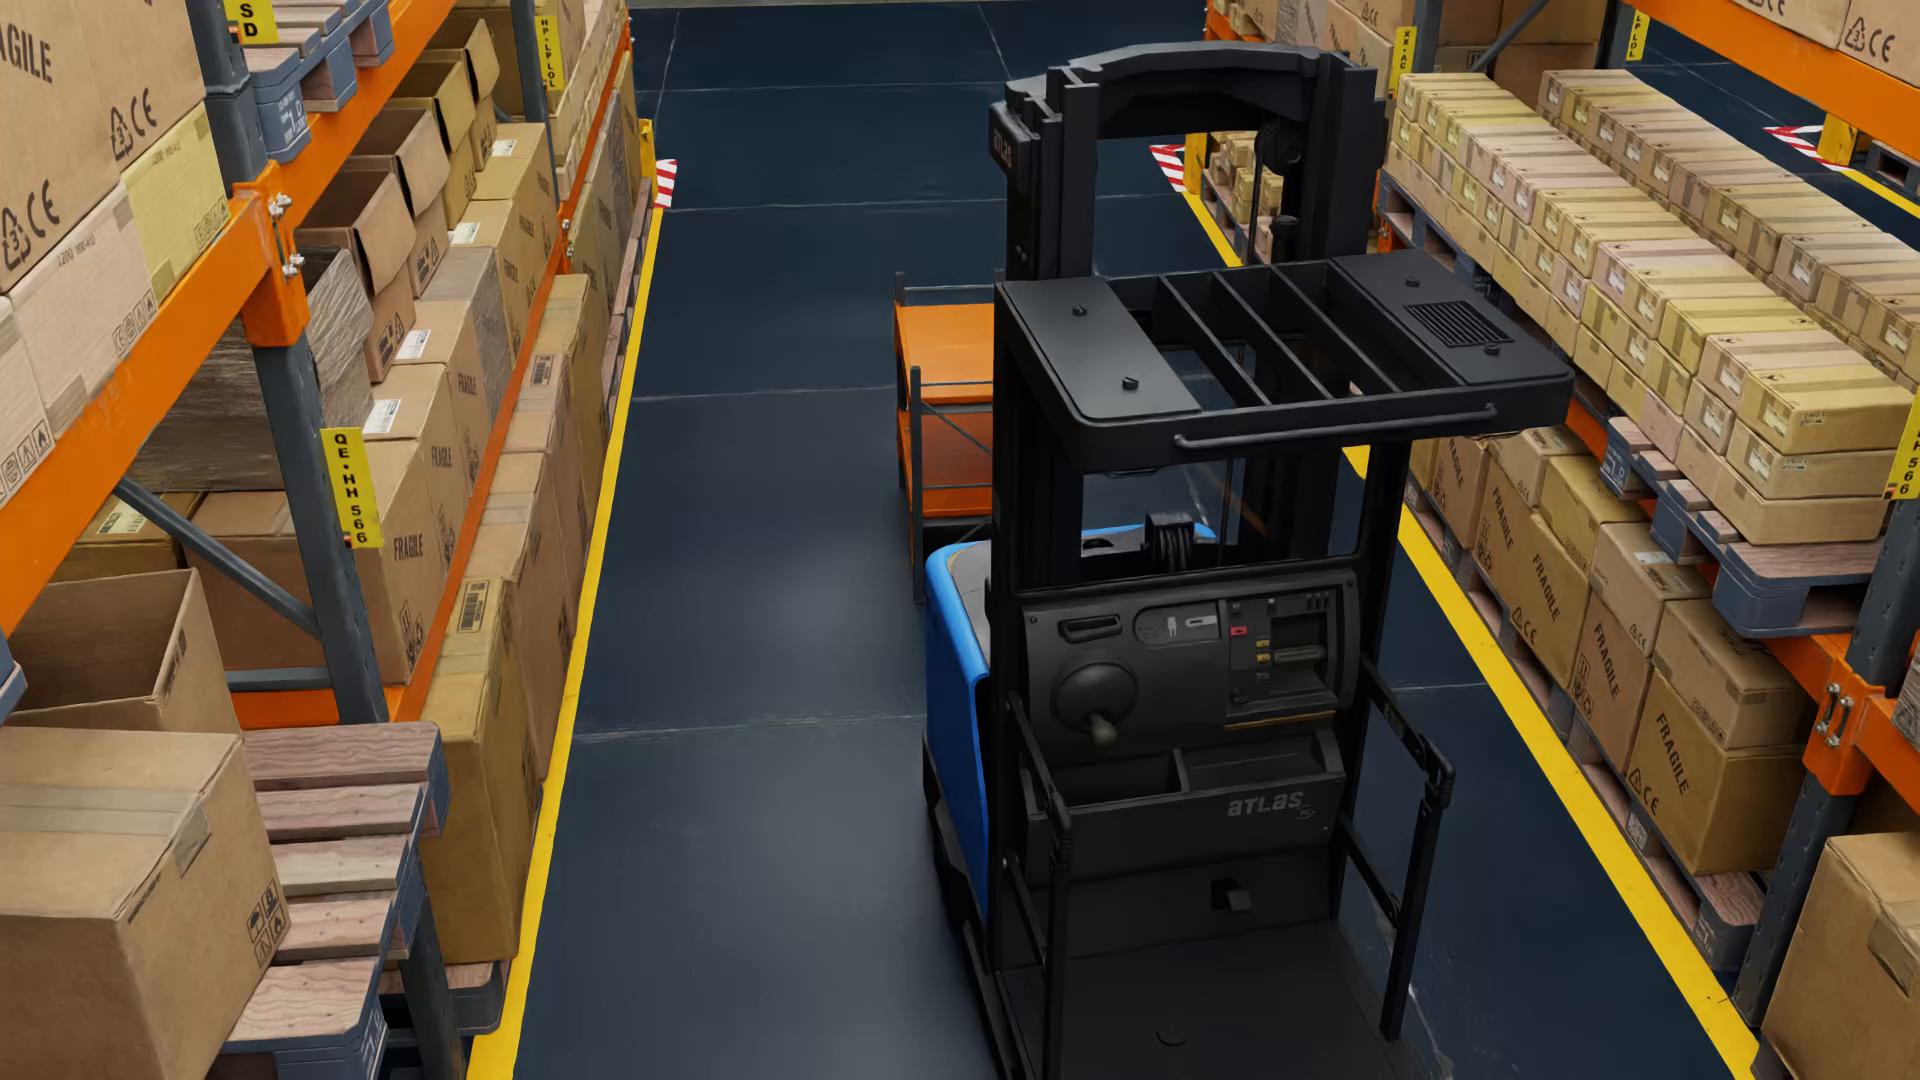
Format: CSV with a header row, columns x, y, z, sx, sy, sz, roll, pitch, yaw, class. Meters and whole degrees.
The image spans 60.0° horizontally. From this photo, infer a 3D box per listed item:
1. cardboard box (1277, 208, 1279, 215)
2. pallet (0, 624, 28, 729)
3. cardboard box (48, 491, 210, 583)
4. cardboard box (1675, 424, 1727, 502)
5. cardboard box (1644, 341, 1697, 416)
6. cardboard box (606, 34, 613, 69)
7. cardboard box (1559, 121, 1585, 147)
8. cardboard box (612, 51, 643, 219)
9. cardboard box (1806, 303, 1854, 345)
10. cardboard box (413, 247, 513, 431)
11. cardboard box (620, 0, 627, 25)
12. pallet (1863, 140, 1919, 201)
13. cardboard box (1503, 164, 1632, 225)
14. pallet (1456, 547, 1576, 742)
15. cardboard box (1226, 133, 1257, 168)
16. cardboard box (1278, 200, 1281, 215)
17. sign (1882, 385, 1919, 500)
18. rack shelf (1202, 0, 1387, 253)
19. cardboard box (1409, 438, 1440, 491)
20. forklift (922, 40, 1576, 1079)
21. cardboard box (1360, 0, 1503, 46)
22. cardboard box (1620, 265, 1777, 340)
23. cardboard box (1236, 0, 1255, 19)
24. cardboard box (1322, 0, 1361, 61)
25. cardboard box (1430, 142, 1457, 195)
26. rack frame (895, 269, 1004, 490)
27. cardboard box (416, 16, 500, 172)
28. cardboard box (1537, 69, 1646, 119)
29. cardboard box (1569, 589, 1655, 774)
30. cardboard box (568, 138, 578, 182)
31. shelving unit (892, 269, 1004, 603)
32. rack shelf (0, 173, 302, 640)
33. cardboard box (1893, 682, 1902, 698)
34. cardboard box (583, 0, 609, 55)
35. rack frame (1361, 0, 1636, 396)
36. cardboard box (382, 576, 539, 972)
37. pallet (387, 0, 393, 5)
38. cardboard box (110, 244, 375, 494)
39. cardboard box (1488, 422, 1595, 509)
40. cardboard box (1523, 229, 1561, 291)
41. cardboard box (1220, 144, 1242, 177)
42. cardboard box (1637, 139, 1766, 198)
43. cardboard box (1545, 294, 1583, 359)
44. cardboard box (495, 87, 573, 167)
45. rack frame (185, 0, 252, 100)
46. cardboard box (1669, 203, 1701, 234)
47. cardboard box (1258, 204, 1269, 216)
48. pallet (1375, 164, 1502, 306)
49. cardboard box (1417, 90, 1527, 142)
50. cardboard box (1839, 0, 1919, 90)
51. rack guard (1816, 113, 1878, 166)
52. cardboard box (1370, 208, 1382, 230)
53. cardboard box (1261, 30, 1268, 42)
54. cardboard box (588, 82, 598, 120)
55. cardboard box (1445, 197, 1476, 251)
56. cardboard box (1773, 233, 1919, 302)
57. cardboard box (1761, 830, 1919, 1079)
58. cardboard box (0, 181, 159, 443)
x,y,z,sx,sy,sz,roll,pitch,yaw,class
2.182,-2.035,10.313,0.380,0.149,0.250,-1,31,-2,cardboard box
-1.671,0.358,1.484,1.213,0.211,1.003,-3,31,-5,pallet
-2.286,0.089,4.578,0.500,0.500,0.500,-2,31,-3,cardboard box
2.429,-0.243,5.067,0.380,0.149,0.250,-3,31,-5,cardboard box
2.401,-0.515,5.232,0.380,0.149,0.250,-2,31,-3,cardboard box
-2.283,-2.917,9.953,0.380,0.149,0.250,-3,31,-6,cardboard box
2.840,-1.728,7.263,0.380,0.149,0.250,-3,31,-4,cardboard box
-2.602,-2.657,10.936,0.875,0.875,0.875,-3,31,-5,cardboard box
3.029,-0.673,5.498,0.380,0.149,0.250,-3,31,-4,cardboard box
-1.915,-0.712,5.919,0.500,0.500,0.500,-3,31,-4,cardboard box
-2.380,-3.438,10.826,0.380,0.149,0.250,-2,31,-4,cardboard box
7.278,-2.585,11.872,1.003,0.211,1.213,-3,31,-5,pallet
2.281,-1.300,6.257,0.380,0.149,0.250,-2,31,-3,cardboard box
2.772,0.363,6.936,1.003,0.211,1.213,-3,31,-5,pallet
1.959,-2.556,10.895,0.380,0.149,0.250,-3,31,-5,cardboard box
2.093,-1.899,9.795,0.380,0.149,0.250,-4,31,-6,cardboard box
2.415,-0.246,4.185,0.100,0.325,0.005,-3,31,-5,sign
2.394,-2.568,9.826,1.077,0.370,4.000,-3,31,-5,rack shelf
2.385,-0.573,7.812,0.500,0.500,0.500,-2,31,-3,cardboard box
0.674,0.370,4.272,1.130,2.935,3.031,-6,31,-10,forklift
2.267,-2.683,7.954,0.500,0.500,0.500,-4,31,-6,cardboard box
2.378,-0.768,5.366,0.380,0.149,0.250,-2,31,-3,cardboard box
2.049,-3.554,10.388,0.500,0.500,0.500,-3,31,-4,cardboard box
2.207,-2.525,8.665,0.500,0.500,0.500,-4,31,-6,cardboard box
2.210,-1.569,6.997,0.380,0.149,0.250,-2,31,-3,cardboard box
-0.048,-0.746,7.902,0.500,1.125,0.032,-3,31,-5,rack frame
-2.299,-1.818,6.792,0.797,0.503,0.637,-4,31,-6,cardboard box
2.812,-1.988,7.408,0.380,0.149,0.250,-1,31,-2,cardboard box
2.588,0.491,6.032,0.500,0.500,0.500,-2,31,-3,cardboard box
-2.088,-1.863,8.189,0.380,0.149,0.250,-4,31,-6,cardboard box
-0.001,-0.486,7.467,0.538,1.125,1.048,-3,31,-5,shelving unit
-1.807,0.415,1.907,1.077,0.370,4.000,-3,31,-5,rack shelf
3.131,0.394,5.463,0.500,0.250,0.500,-4,31,-7,cardboard box
-2.337,-3.022,9.740,0.500,0.250,0.500,-4,31,-6,cardboard box
2.580,-1.856,7.932,1.000,3.000,0.127,-3,31,-5,rack frame
-2.037,0.751,5.230,1.225,0.875,0.875,-4,31,-7,cardboard box
-2.214,-1.731,4.982,1.003,0.211,1.213,-1,31,-2,pallet
-2.046,-0.475,4.545,0.797,0.503,0.637,-2,31,-3,cardboard box
2.482,-0.363,6.729,0.500,0.250,0.500,-2,31,-3,cardboard box
2.308,-1.034,6.102,0.380,0.149,0.250,-3,31,-6,cardboard box
1.970,-2.560,11.191,0.380,0.149,0.250,-3,31,-5,cardboard box
2.905,-1.459,6.523,0.380,0.149,0.250,-4,31,-6,cardboard box
2.336,-0.771,5.951,0.380,0.149,0.250,-2,31,-3,cardboard box
-2.150,-1.985,8.005,0.500,0.250,0.500,-3,31,-5,cardboard box
-1.993,-2.203,2.663,1.000,3.000,0.127,-3,31,-5,rack frame
2.941,-1.189,6.361,0.380,0.149,0.250,-3,31,-4,cardboard box
2.106,-2.054,10.634,0.380,0.149,0.250,-3,31,-4,cardboard box
2.507,-1.376,7.316,1.003,0.211,1.213,-3,31,-5,pallet
2.192,-1.818,7.124,0.380,0.149,0.250,-2,31,-3,cardboard box
2.648,-1.424,4.186,0.500,0.500,0.500,-3,31,-5,cardboard box
7.123,-3.126,12.496,1.175,0.500,0.348,-3,31,-5,rack guard
2.618,-1.925,9.837,0.380,0.149,0.250,-4,31,-7,cardboard box
2.108,-3.215,10.453,0.380,0.149,0.250,-1,31,-2,cardboard box
-2.185,-2.391,9.072,0.380,0.149,0.250,-2,31,-4,cardboard box
2.233,-1.308,6.850,0.380,0.149,0.250,-2,31,-4,cardboard box
3.006,-0.922,5.625,0.380,0.149,0.250,-1,31,-2,cardboard box
2.922,1.287,4.454,1.050,0.750,0.750,-3,31,-5,cardboard box
-1.645,-0.367,2.661,0.500,0.250,0.500,-3,31,-5,cardboard box
